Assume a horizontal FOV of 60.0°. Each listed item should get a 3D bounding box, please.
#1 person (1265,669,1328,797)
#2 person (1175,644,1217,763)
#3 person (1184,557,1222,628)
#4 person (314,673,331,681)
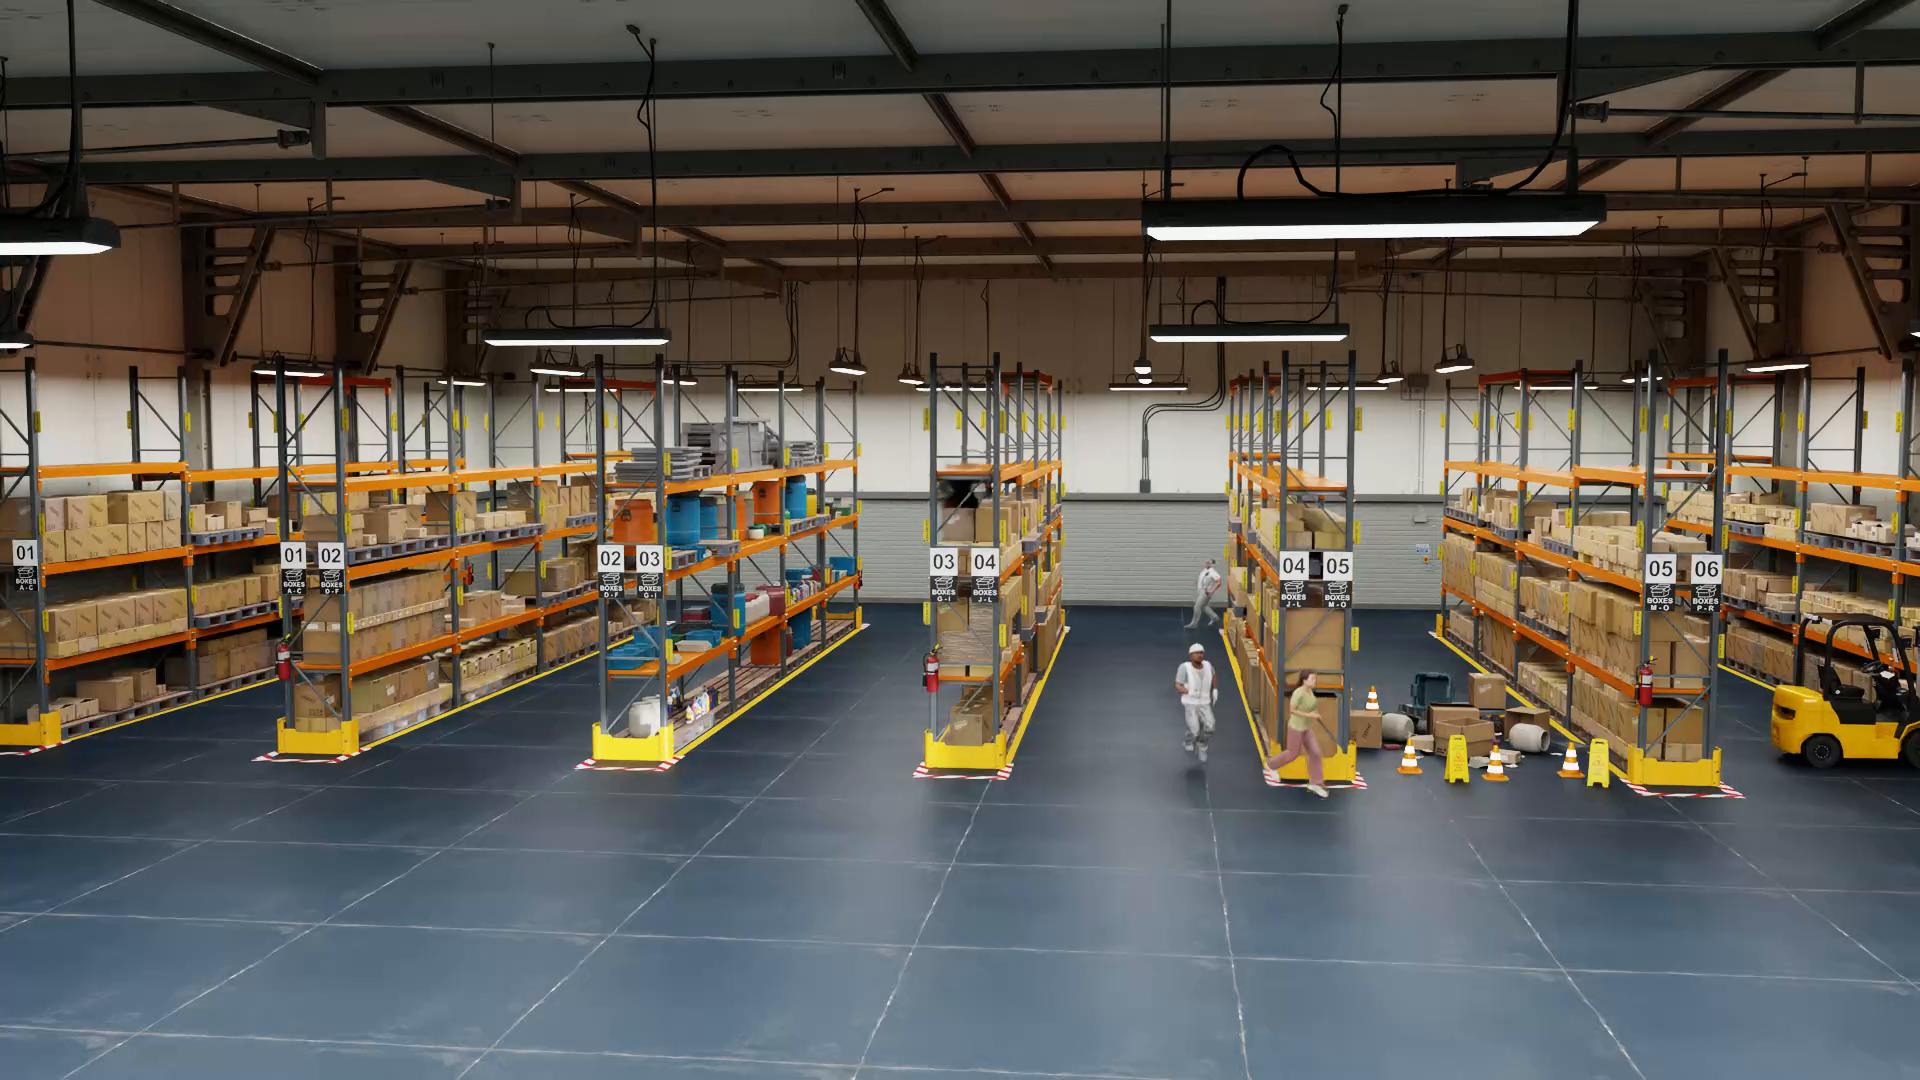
[{"bbox_3d":[4.524,2.549,22.291,0.980,1.675,0.608,4,5,42],"label":"person"},{"bbox_3d":[3.412,2.338,23.751,0.706,1.724,0.678,-1,4,-12],"label":"person"},{"bbox_3d":[5.916,1.277,40.258,0.913,1.744,0.718,-1,4,-8],"label":"person"},{"bbox_3d":[-11.283,2.096,29.590,0.583,1.662,0.558,0,4,2],"label":"person"}]
